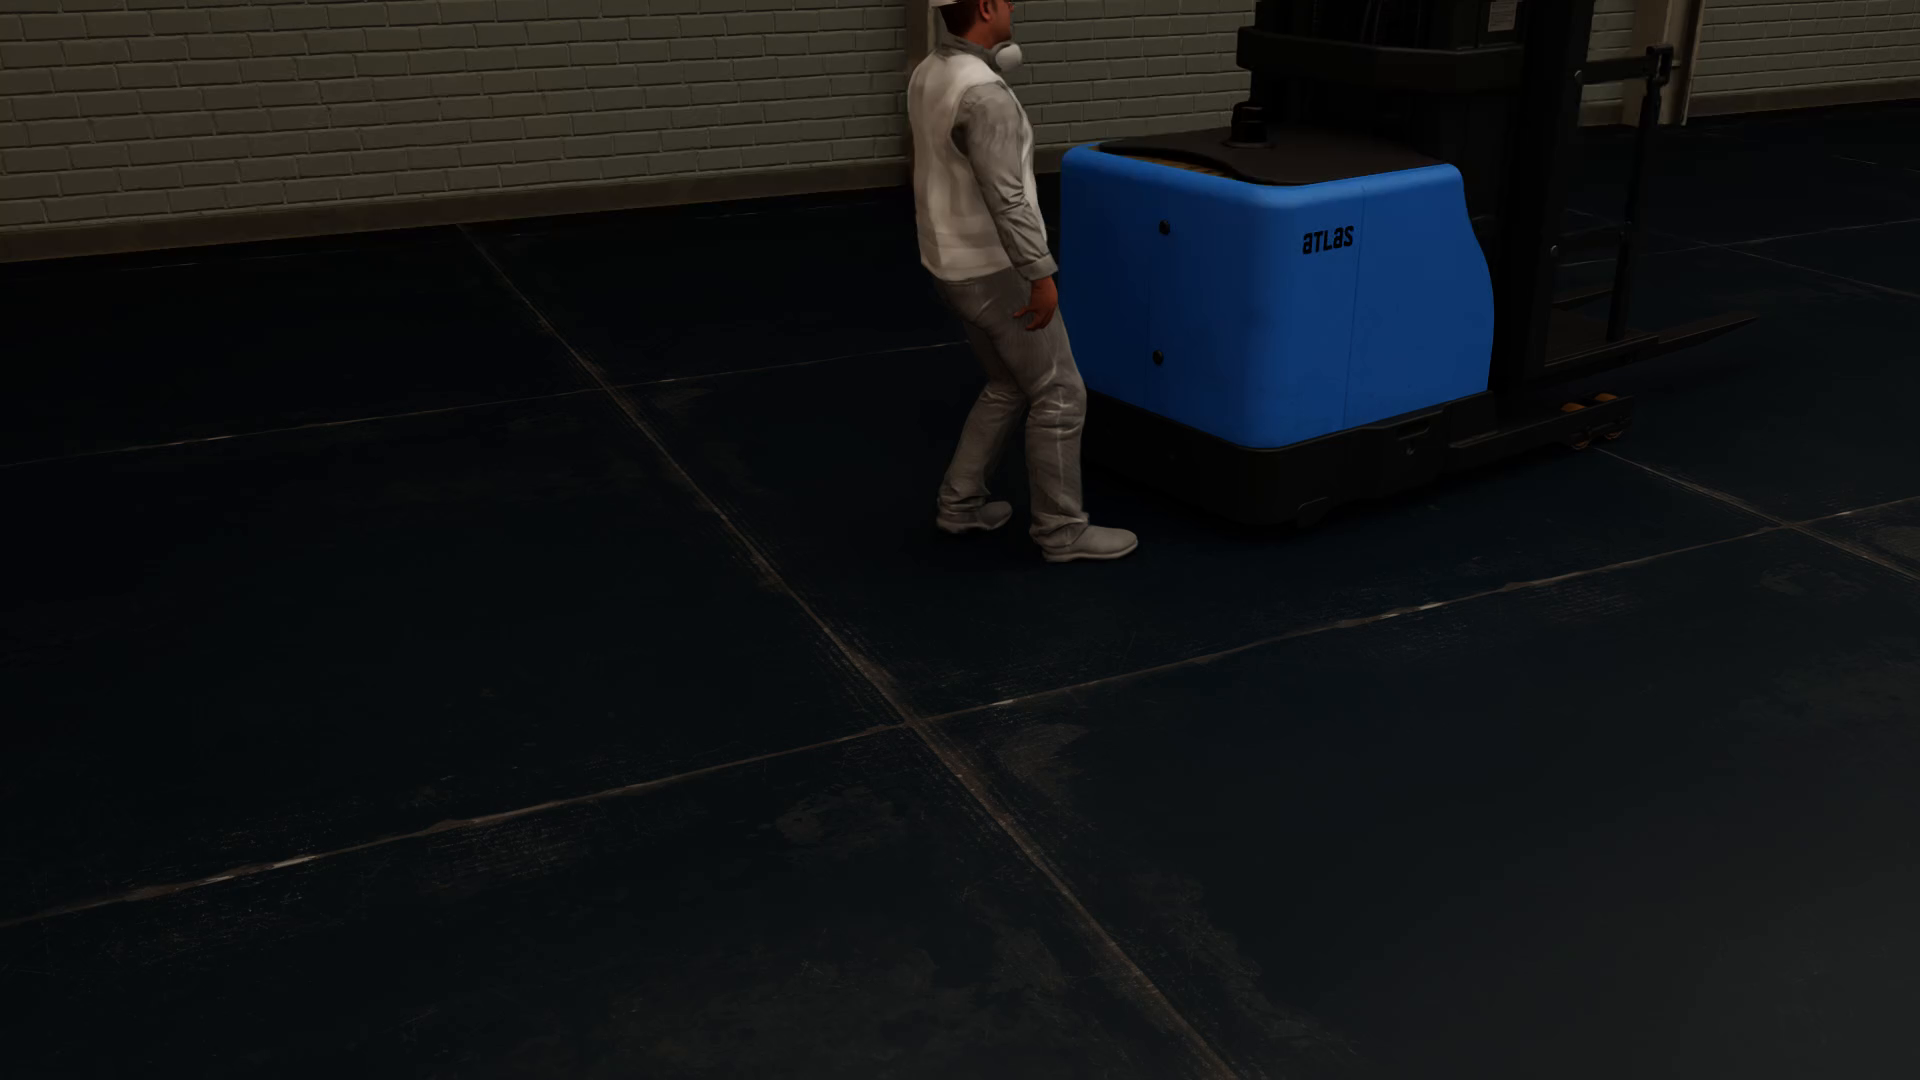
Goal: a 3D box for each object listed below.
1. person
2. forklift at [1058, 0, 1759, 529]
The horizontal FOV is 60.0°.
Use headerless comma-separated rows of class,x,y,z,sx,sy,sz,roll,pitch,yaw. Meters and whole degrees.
person,0.176,-0.823,4.849,0.608,1.752,0.673,-6,23,-14
forklift,1.804,-1.818,5.662,3.031,2.935,1.130,-16,27,-33
